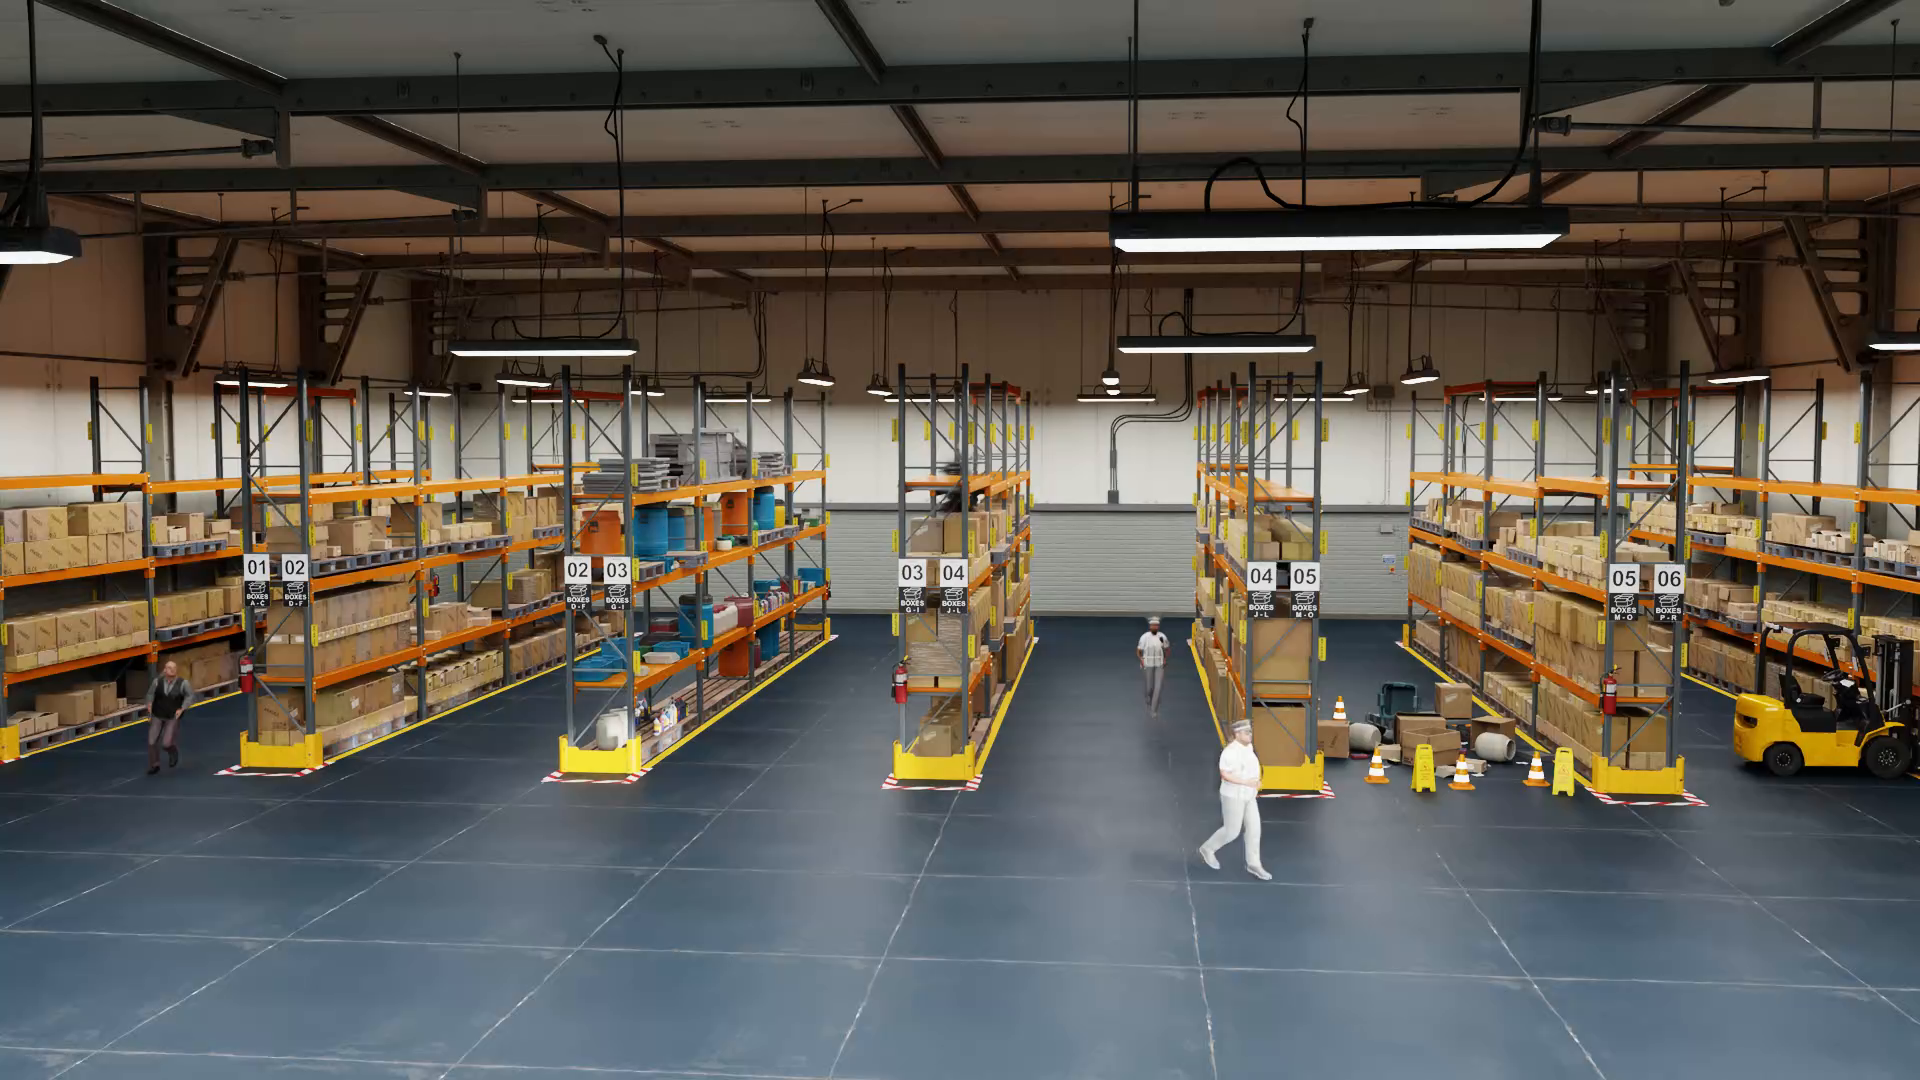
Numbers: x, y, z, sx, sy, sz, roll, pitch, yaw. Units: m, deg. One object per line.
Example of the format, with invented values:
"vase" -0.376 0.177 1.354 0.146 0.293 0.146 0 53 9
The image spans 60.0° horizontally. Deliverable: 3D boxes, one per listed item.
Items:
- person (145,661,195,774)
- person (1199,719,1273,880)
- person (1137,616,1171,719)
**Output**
"person" -11.685 2.612 24.540 0.663 1.646 0.559 0 4 -8
"person" 3.145 2.908 18.854 0.867 1.806 0.686 3 5 41
"person" 3.232 2.107 27.773 0.551 1.676 0.669 0 4 1
